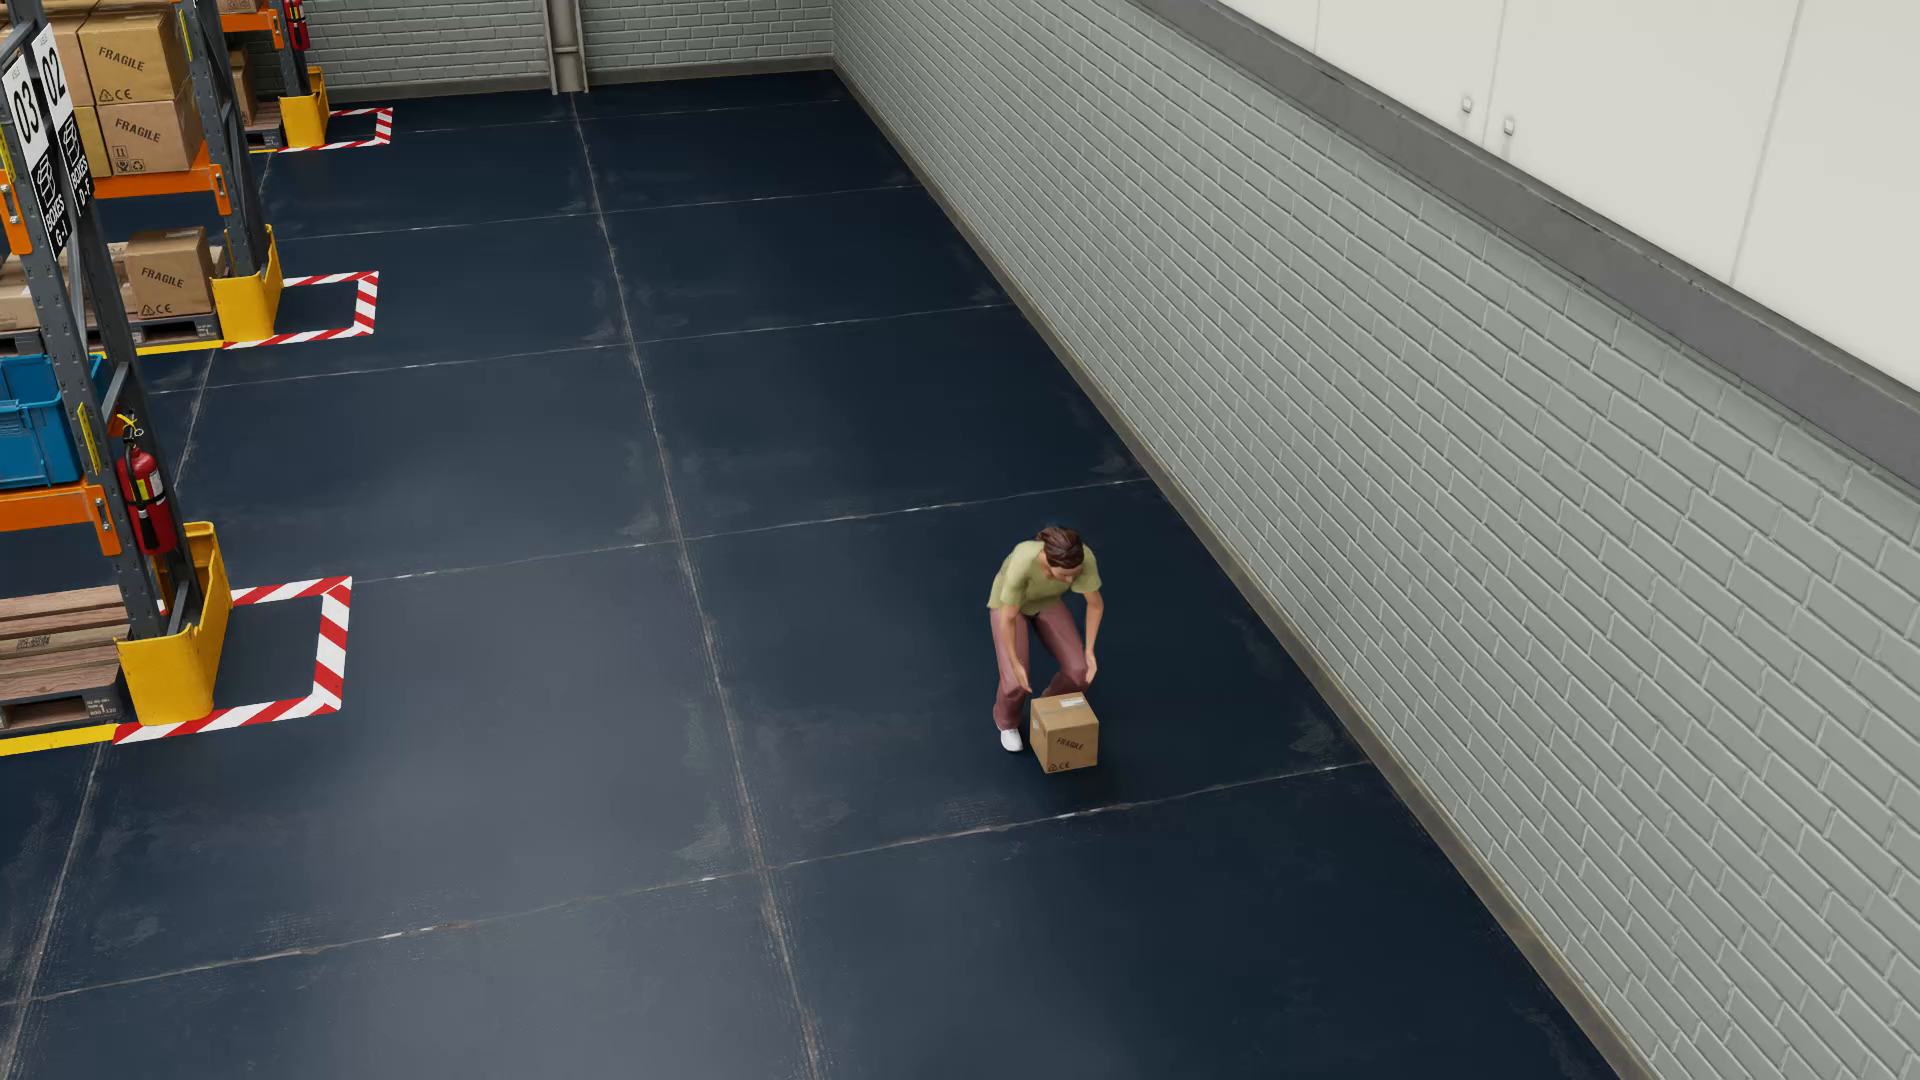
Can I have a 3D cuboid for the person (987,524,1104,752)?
[{"bbox_3d":[0.404,0.416,7.895,0.512,1.306,0.680,-8,31,-13],"label":"person"}]
